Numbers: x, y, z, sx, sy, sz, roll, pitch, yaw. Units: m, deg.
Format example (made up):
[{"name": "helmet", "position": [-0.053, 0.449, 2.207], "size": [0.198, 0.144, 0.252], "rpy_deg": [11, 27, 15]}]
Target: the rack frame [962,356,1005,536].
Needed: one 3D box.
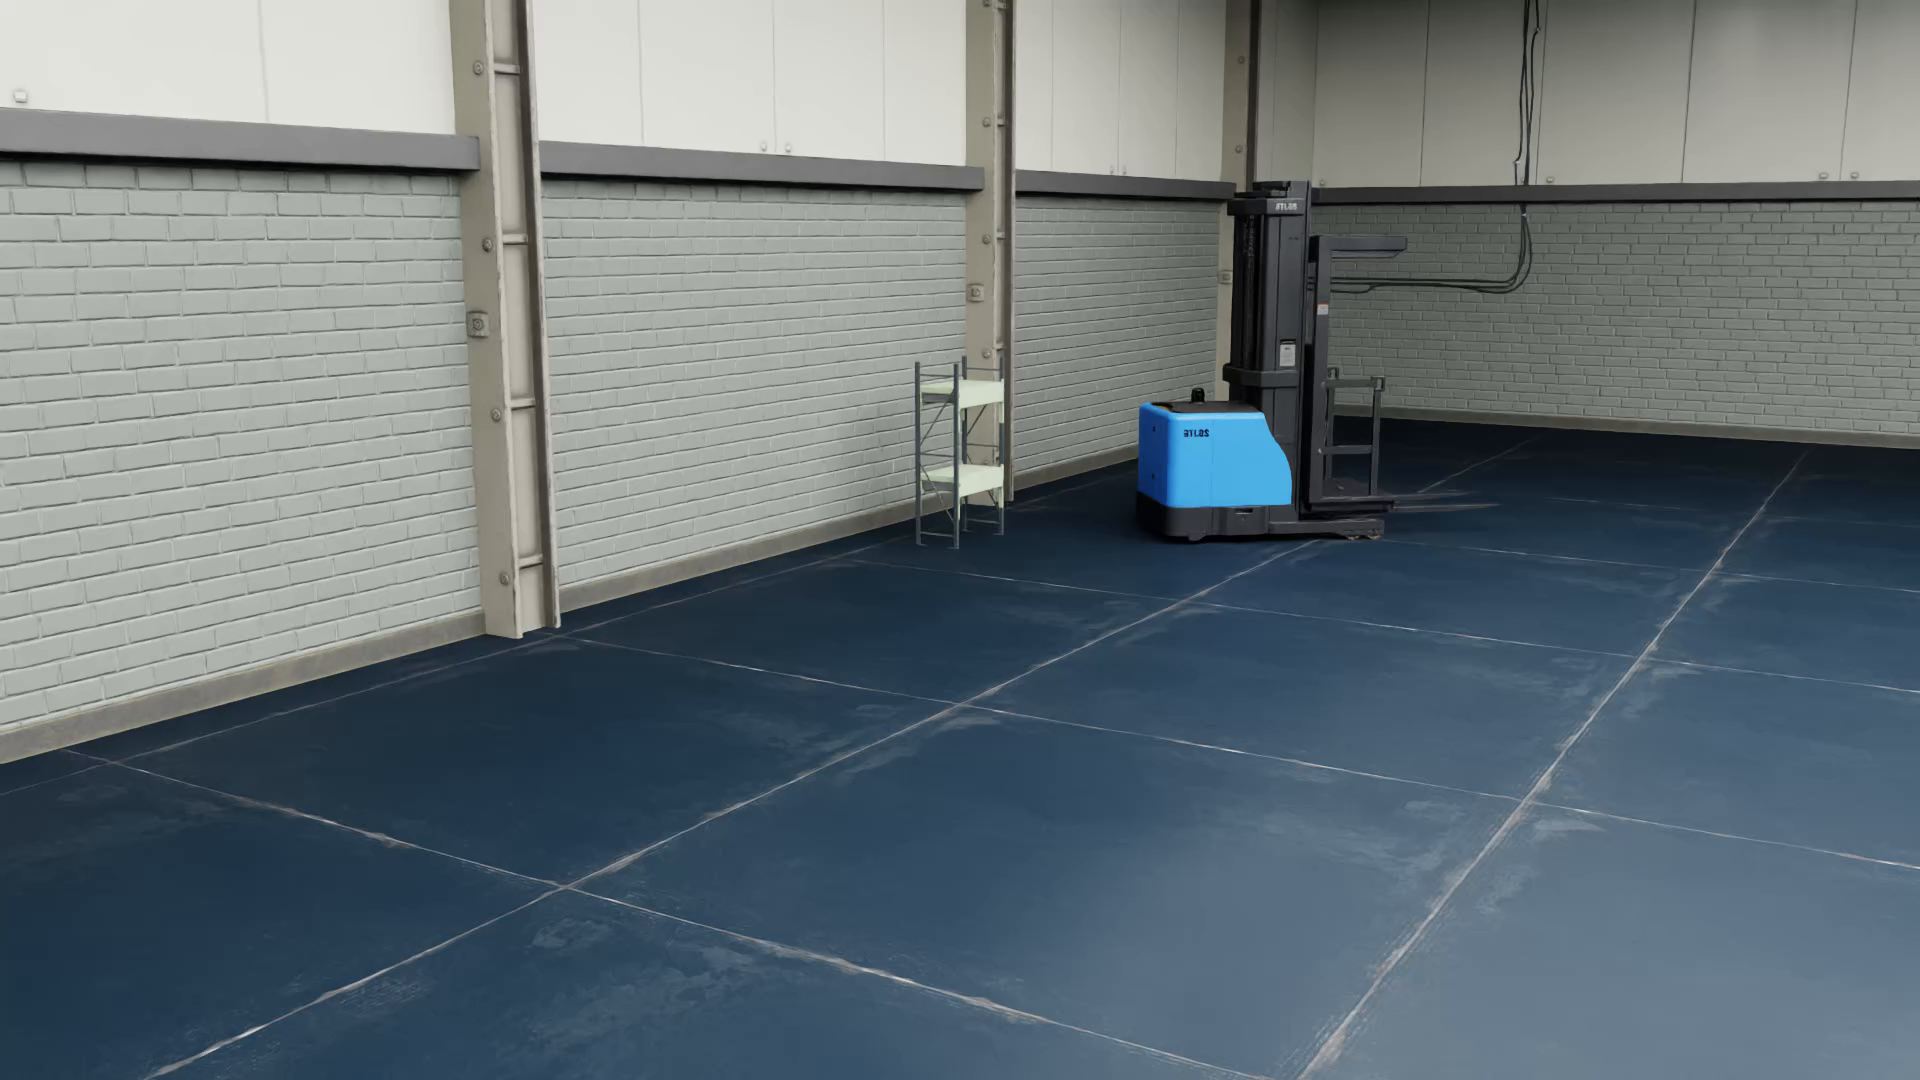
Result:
[{"name": "rack frame", "position": [0.193, -0.796, 14.044], "size": [0.400, 1.500, 0.023], "rpy_deg": [6, 12, 31]}]

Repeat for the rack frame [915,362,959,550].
[{"name": "rack frame", "position": [-0.187, -0.681, 13.429], "size": [0.400, 1.500, 0.023], "rpy_deg": [6, 12, 31]}]

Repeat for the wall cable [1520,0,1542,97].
[{"name": "wall cable", "position": [8.367, -6.765, 20.261], "size": [3.097, 2.526, 0.112], "rpy_deg": [6, 12, 31]}]

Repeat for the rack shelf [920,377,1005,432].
[{"name": "rack shelf", "position": [0.003, -1.122, 13.664], "size": [0.431, 0.370, 0.720], "rpy_deg": [6, 12, 31]}]

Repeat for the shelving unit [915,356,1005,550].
[{"name": "shelving unit", "position": [0.003, -0.738, 13.736], "size": [0.431, 1.500, 0.755], "rpy_deg": [6, 12, 31]}]

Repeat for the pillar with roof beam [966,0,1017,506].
[{"name": "pillar with roof beam", "position": [3.960, -4.375, 12.783], "size": [9.100, 9.000, 0.400], "rpy_deg": [6, 12, 31]}]

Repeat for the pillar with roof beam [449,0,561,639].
[{"name": "pillar with roof beam", "position": [0.845, -3.431, 7.743], "size": [9.100, 9.000, 0.400], "rpy_deg": [6, 12, 31]}]

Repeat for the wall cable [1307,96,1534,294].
[{"name": "wall cable", "position": [6.055, -4.541, 22.106], "size": [3.097, 2.526, 0.112], "rpy_deg": [6, 12, 31]}]

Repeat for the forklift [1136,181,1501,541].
[{"name": "forklift", "position": [3.102, -1.538, 14.117], "size": [3.031, 2.935, 1.130], "rpy_deg": [-2, 11, -9]}]

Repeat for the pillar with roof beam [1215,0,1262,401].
[{"name": "pillar with roof beam", "position": [7.075, -5.319, 17.823], "size": [9.100, 9.000, 0.400], "rpy_deg": [6, 12, 31]}]

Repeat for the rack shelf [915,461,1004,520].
[{"name": "rack shelf", "position": [0.003, -0.418, 13.796], "size": [0.431, 0.370, 0.720], "rpy_deg": [6, 12, 31]}]
